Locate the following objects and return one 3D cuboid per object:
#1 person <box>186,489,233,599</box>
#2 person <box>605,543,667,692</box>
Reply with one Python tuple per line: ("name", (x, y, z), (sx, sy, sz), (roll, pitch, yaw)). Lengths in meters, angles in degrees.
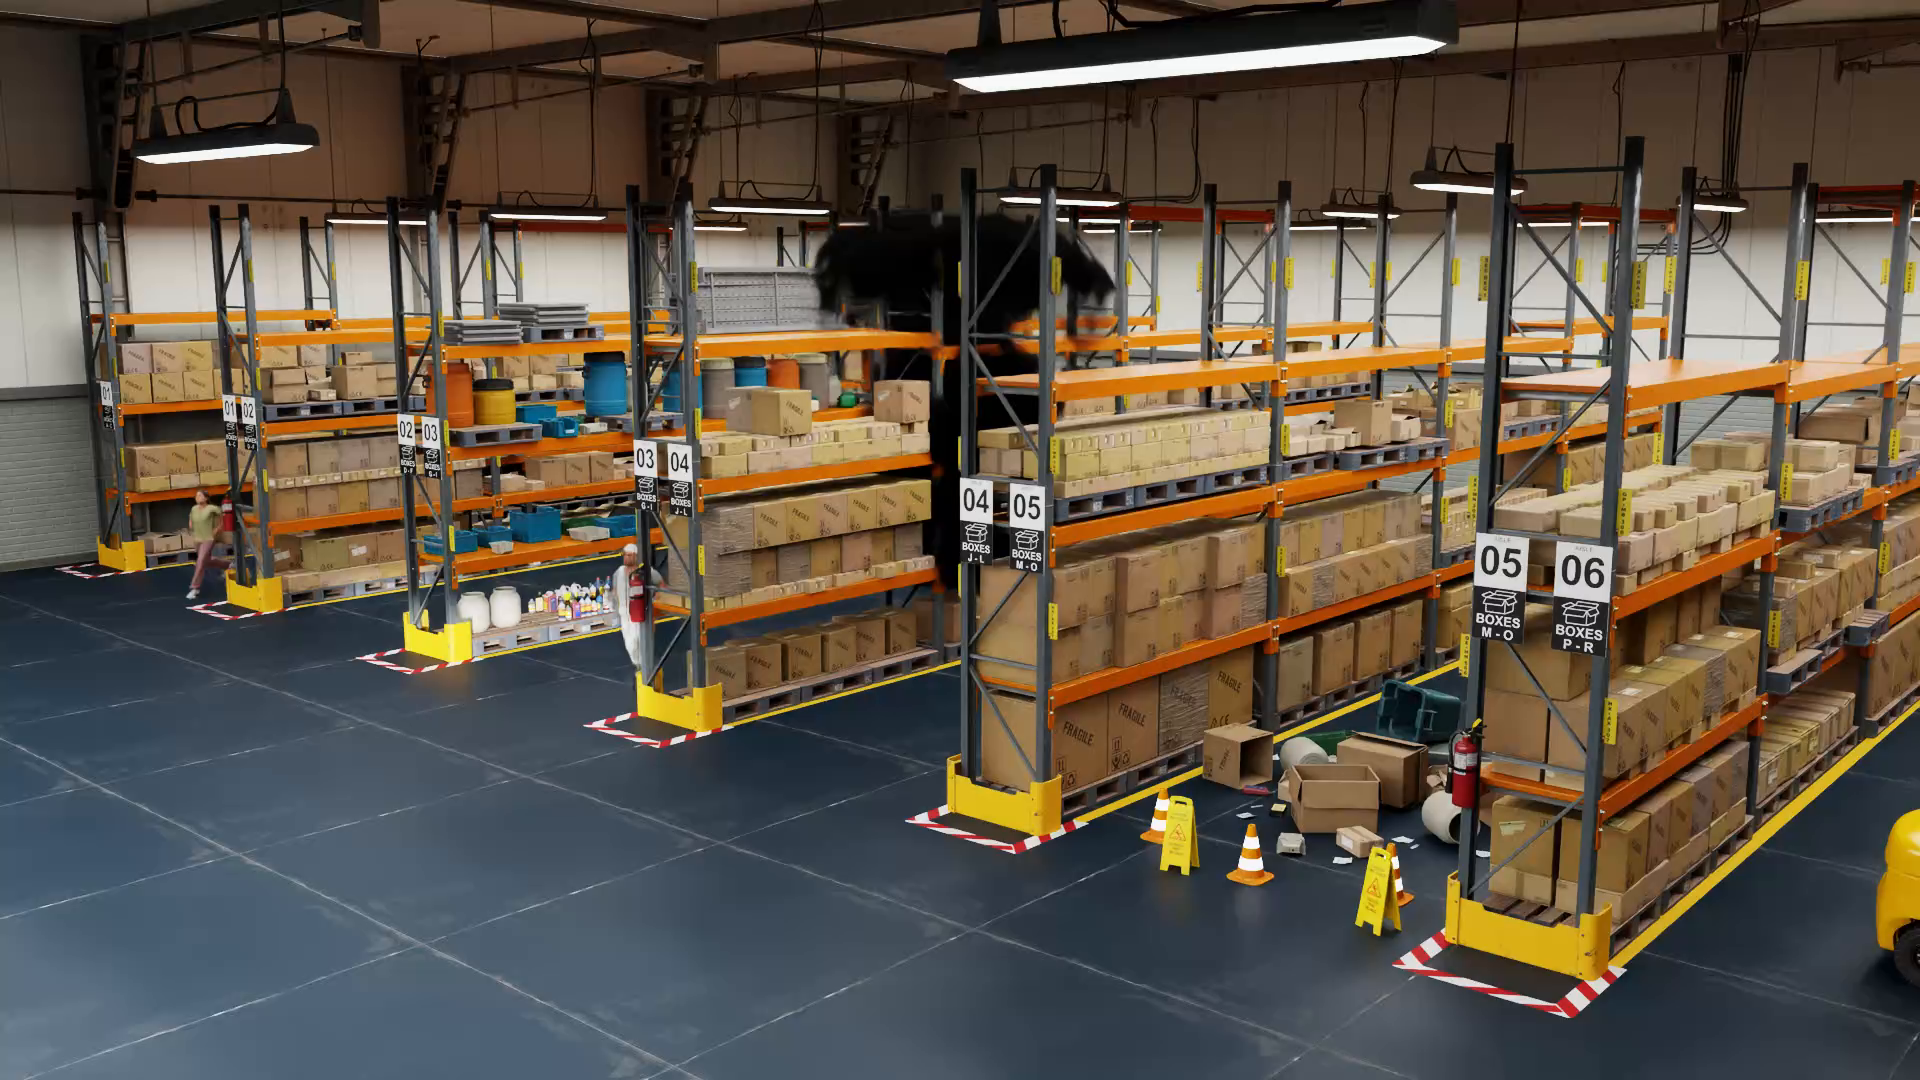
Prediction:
("person", (-11.892, 0.014, 26.222), (0.544, 1.658, 1.129), (3, 10, 19))
("person", (-3.981, 0.942, 20.282), (0.628, 1.814, 0.733), (5, 11, 27))
